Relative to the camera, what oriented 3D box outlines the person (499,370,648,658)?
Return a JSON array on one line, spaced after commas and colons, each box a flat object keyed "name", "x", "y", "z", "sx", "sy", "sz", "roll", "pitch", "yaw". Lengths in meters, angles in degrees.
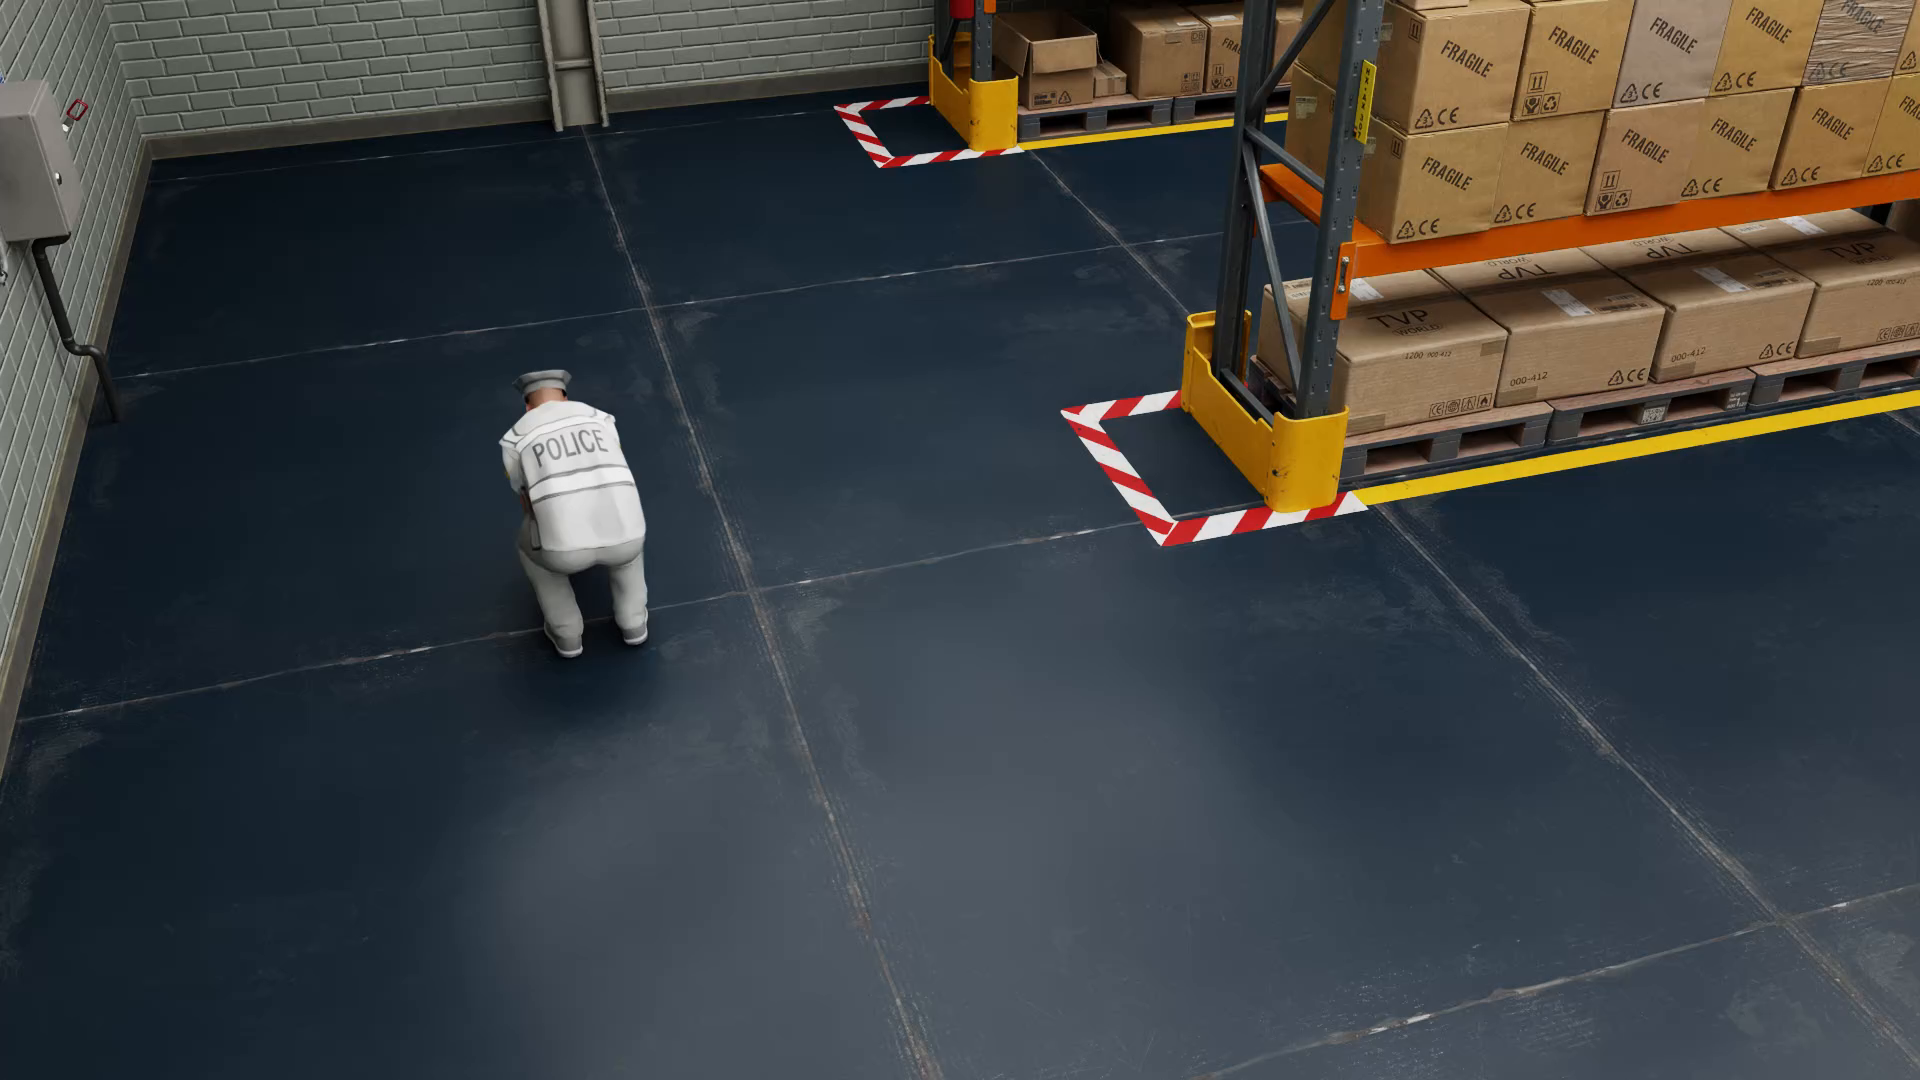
[{"name": "person", "x": -1.603, "y": -0.112, "z": 6.967, "sx": 0.539, "sy": 1.023, "sz": 1.002, "roll": -11, "pitch": 35, "yaw": -16}]
